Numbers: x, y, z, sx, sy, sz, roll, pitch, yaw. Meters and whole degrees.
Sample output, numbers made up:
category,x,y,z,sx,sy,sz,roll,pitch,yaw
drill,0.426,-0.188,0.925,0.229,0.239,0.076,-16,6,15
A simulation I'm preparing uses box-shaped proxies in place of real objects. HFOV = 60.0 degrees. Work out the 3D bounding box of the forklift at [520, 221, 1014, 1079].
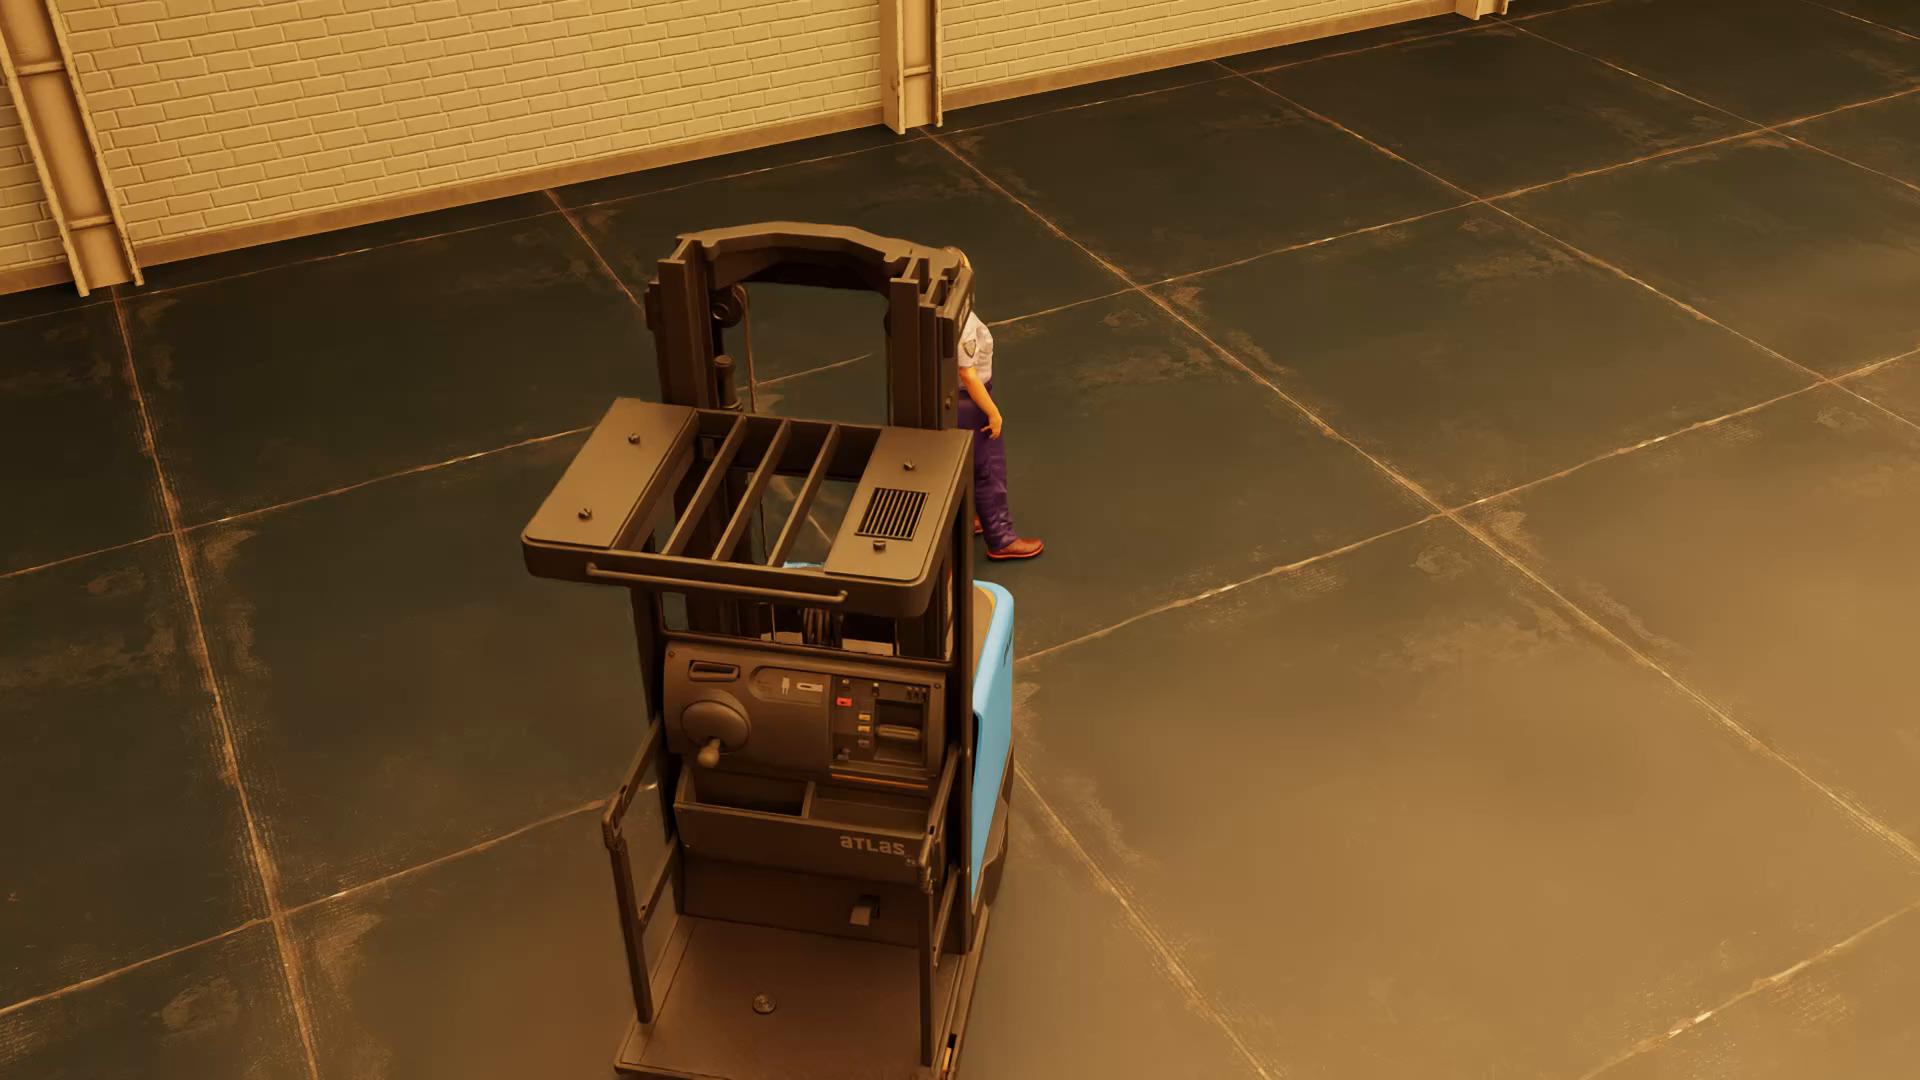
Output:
category,x,y,z,sx,sy,sz,roll,pitch,yaw
forklift,-0.546,0.639,5.220,1.130,2.935,3.031,6,36,8

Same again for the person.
category,x,y,z,sx,sy,sz,roll,pitch,yaw
person,0.090,-0.691,8.201,0.502,1.651,0.598,-17,39,-23
